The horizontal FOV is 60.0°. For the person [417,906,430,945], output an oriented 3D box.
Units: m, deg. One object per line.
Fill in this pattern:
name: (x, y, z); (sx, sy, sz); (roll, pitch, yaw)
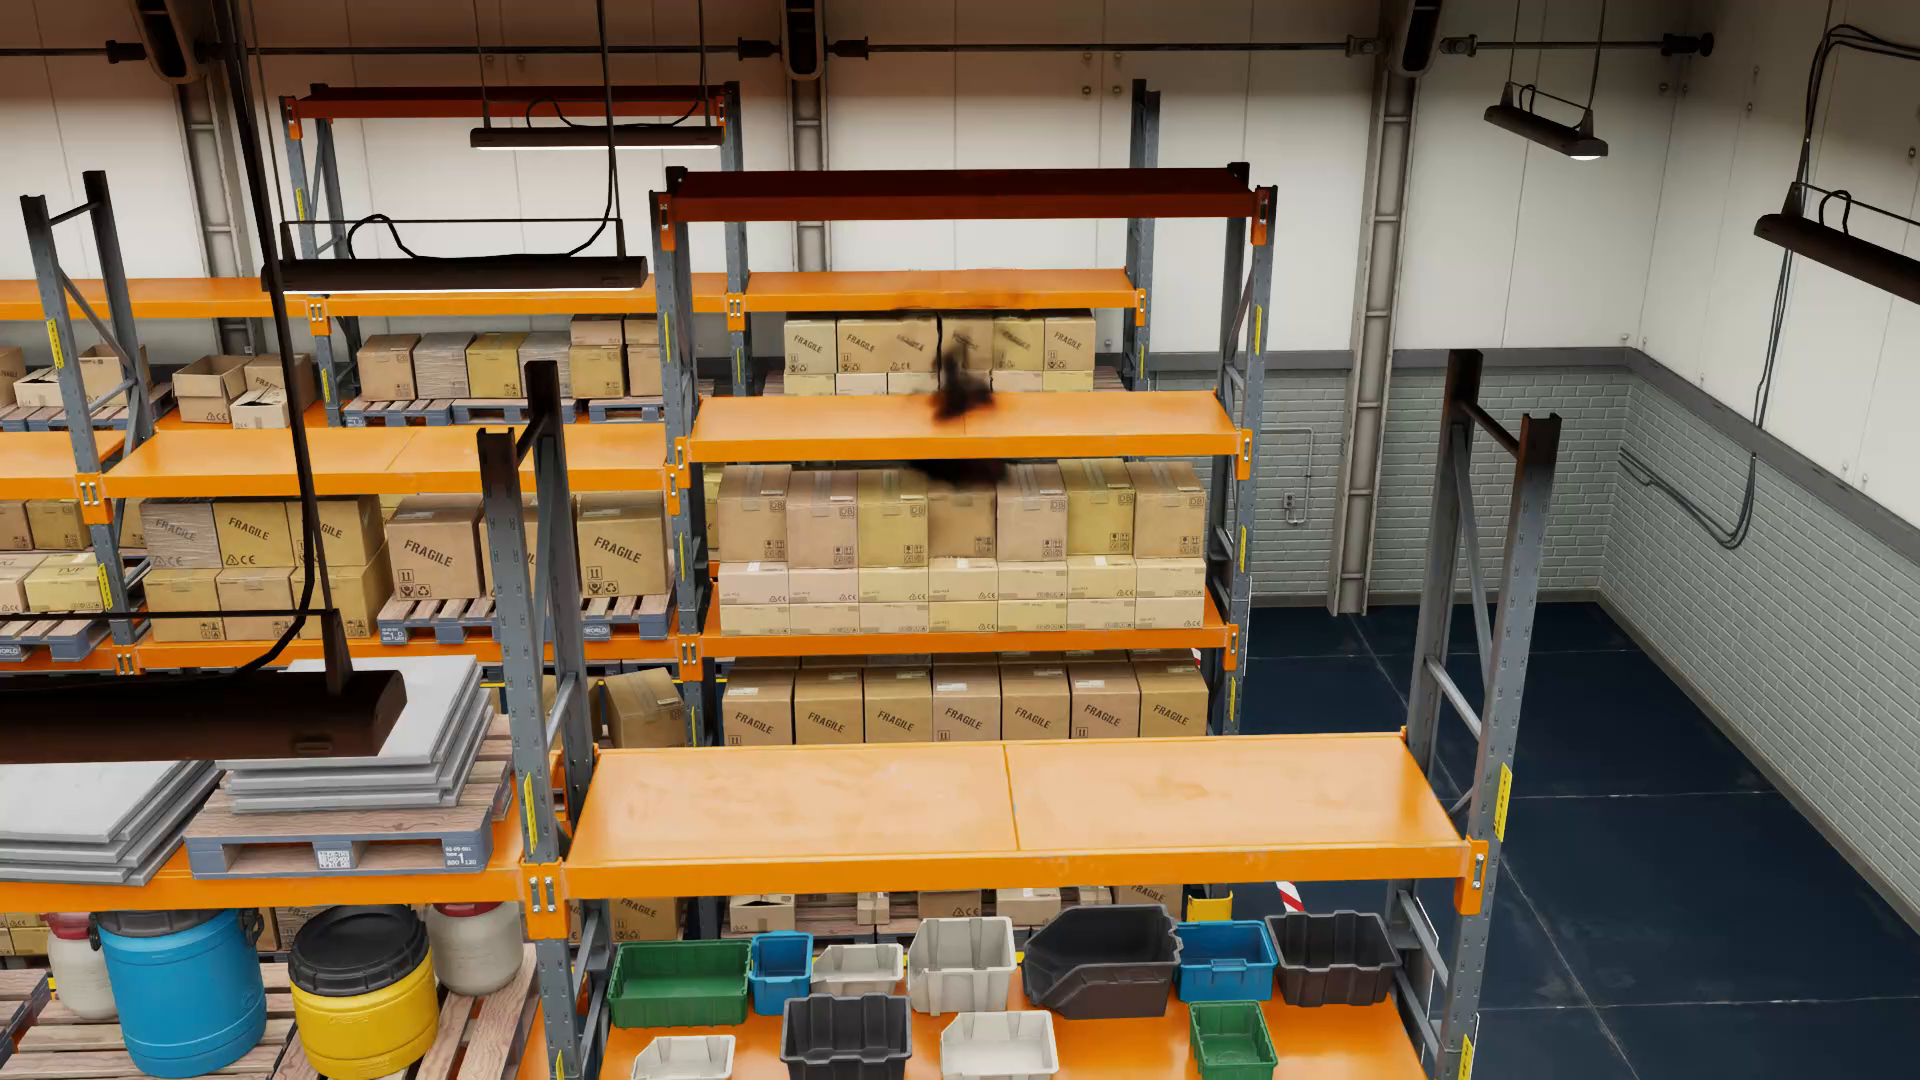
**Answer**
person: (-3.457, 3.164, 11.123); (0.885, 1.682, 0.563); (-4, 23, -10)
